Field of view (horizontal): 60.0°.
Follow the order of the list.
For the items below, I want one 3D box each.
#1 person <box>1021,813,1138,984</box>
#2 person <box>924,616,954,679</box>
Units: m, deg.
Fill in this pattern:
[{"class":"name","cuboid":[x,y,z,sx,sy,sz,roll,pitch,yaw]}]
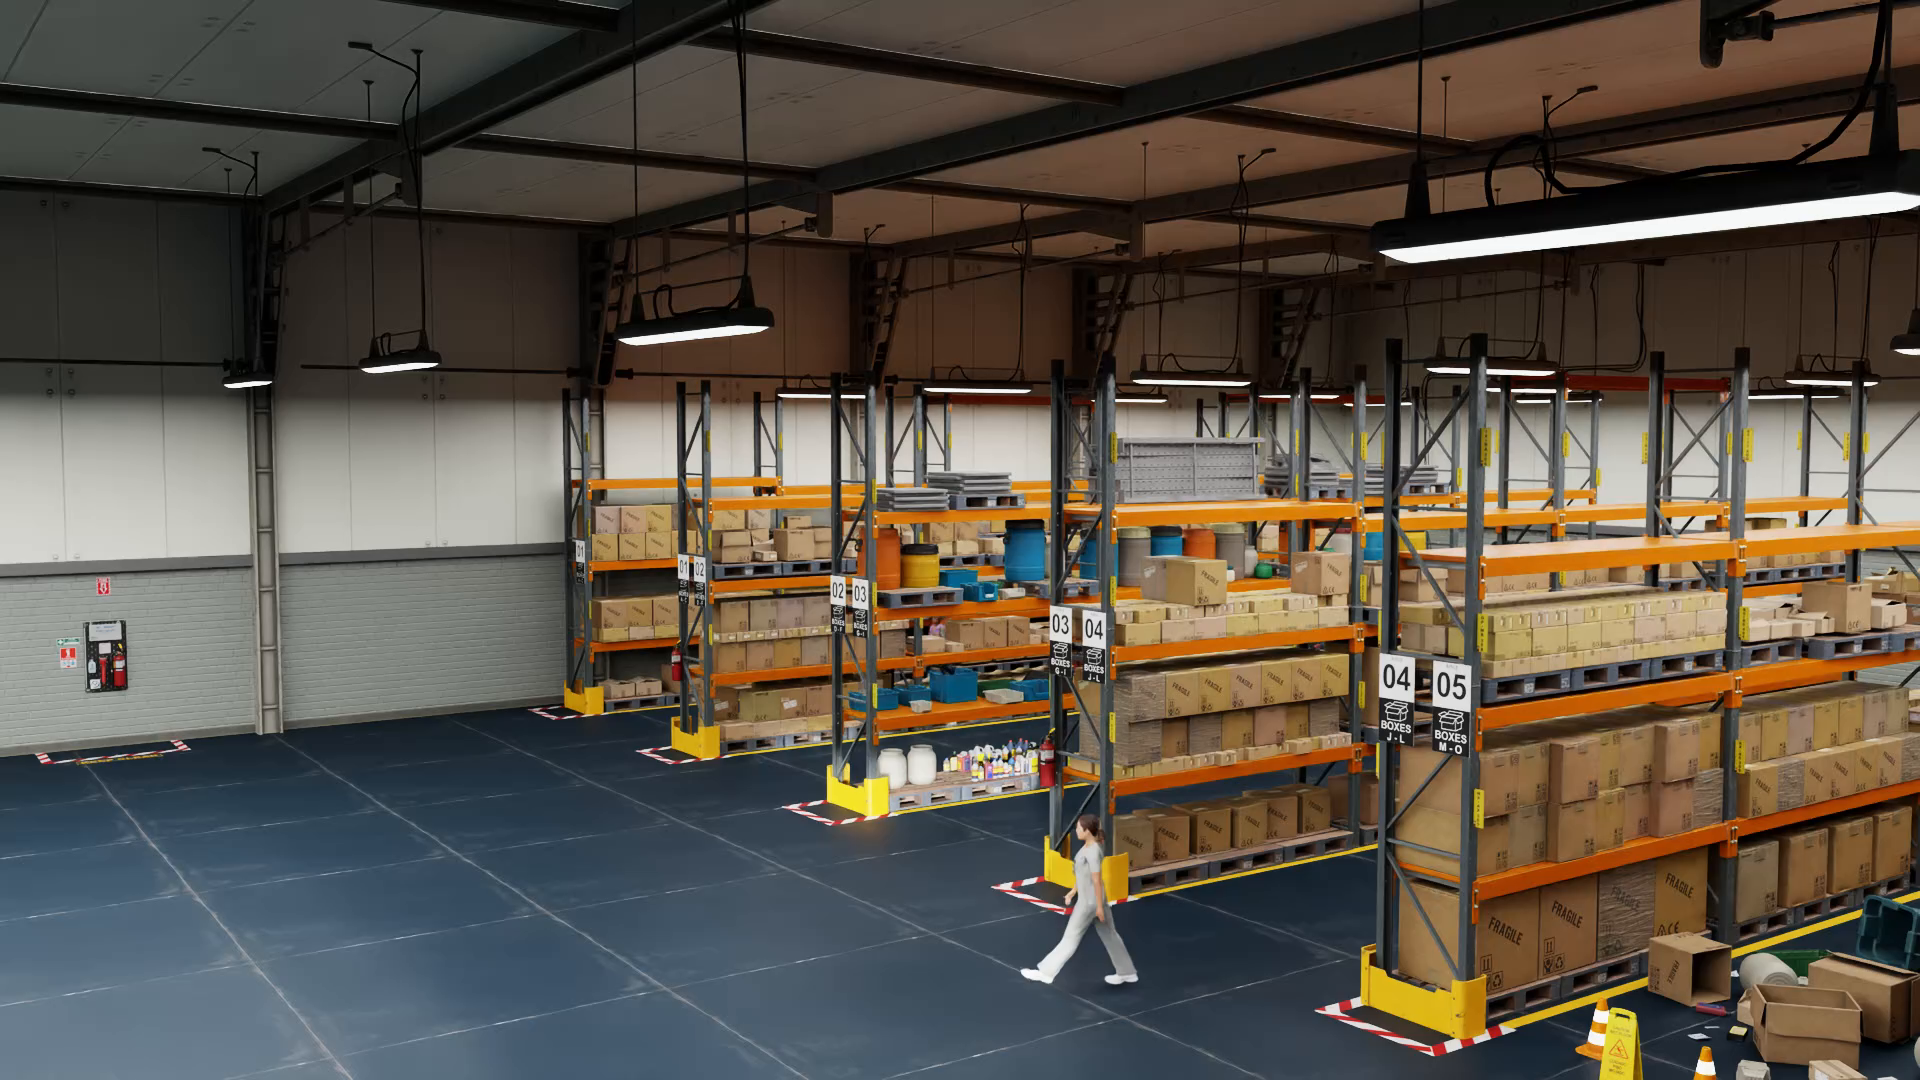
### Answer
[{"class":"person","cuboid":[1.127,3.350,15.510,1.070,1.592,0.469,1,4,10]},{"class":"person","cuboid":[-0.465,2.235,33.413,1.009,1.532,0.480,-3,5,-43]}]
